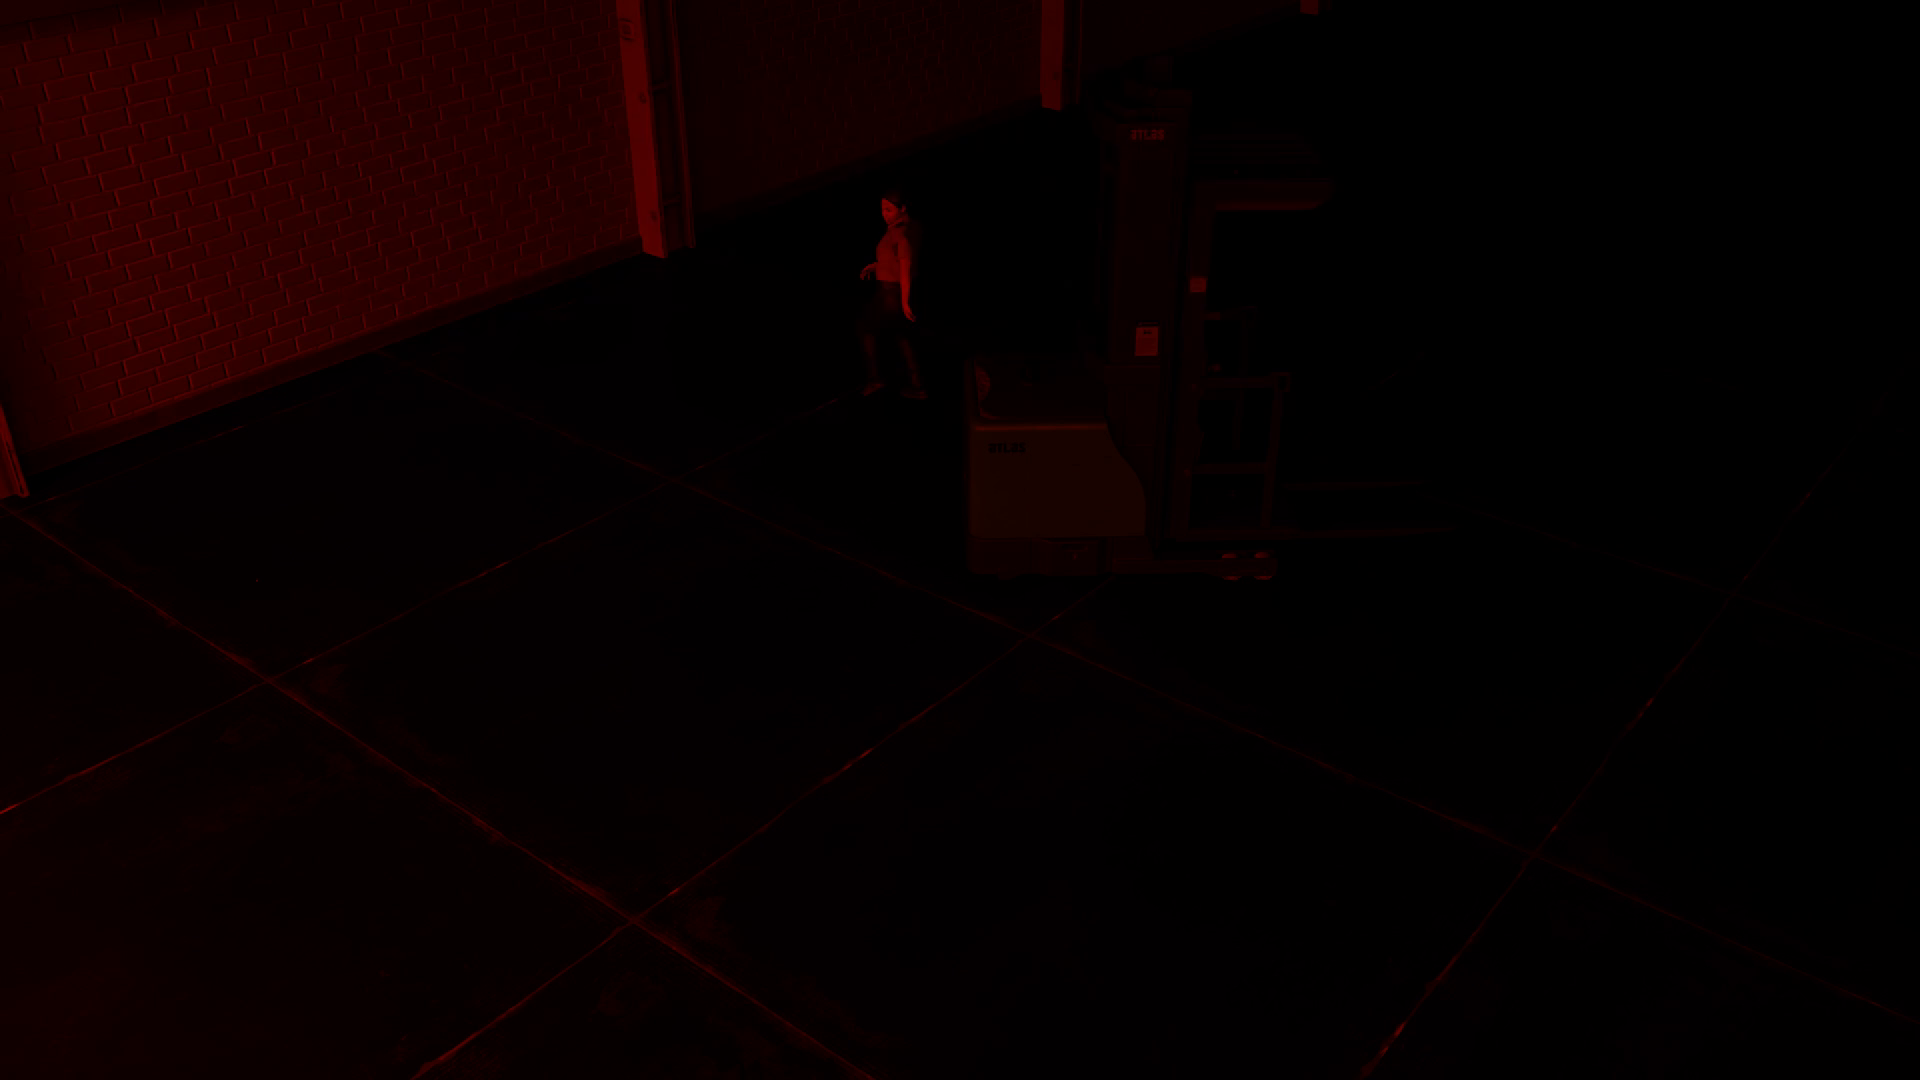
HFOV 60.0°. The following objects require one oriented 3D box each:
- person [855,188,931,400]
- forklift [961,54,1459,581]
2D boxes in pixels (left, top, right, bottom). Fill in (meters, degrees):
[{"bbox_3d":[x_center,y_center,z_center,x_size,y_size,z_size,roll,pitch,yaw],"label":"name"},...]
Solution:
[{"bbox_3d":[-0.427,-1.717,11.932,0.736,1.652,0.569,23,38,34],"label":"person"},{"bbox_3d":[1.536,-1.287,9.797,3.031,2.935,1.130,-1,30,-2],"label":"forklift"}]
